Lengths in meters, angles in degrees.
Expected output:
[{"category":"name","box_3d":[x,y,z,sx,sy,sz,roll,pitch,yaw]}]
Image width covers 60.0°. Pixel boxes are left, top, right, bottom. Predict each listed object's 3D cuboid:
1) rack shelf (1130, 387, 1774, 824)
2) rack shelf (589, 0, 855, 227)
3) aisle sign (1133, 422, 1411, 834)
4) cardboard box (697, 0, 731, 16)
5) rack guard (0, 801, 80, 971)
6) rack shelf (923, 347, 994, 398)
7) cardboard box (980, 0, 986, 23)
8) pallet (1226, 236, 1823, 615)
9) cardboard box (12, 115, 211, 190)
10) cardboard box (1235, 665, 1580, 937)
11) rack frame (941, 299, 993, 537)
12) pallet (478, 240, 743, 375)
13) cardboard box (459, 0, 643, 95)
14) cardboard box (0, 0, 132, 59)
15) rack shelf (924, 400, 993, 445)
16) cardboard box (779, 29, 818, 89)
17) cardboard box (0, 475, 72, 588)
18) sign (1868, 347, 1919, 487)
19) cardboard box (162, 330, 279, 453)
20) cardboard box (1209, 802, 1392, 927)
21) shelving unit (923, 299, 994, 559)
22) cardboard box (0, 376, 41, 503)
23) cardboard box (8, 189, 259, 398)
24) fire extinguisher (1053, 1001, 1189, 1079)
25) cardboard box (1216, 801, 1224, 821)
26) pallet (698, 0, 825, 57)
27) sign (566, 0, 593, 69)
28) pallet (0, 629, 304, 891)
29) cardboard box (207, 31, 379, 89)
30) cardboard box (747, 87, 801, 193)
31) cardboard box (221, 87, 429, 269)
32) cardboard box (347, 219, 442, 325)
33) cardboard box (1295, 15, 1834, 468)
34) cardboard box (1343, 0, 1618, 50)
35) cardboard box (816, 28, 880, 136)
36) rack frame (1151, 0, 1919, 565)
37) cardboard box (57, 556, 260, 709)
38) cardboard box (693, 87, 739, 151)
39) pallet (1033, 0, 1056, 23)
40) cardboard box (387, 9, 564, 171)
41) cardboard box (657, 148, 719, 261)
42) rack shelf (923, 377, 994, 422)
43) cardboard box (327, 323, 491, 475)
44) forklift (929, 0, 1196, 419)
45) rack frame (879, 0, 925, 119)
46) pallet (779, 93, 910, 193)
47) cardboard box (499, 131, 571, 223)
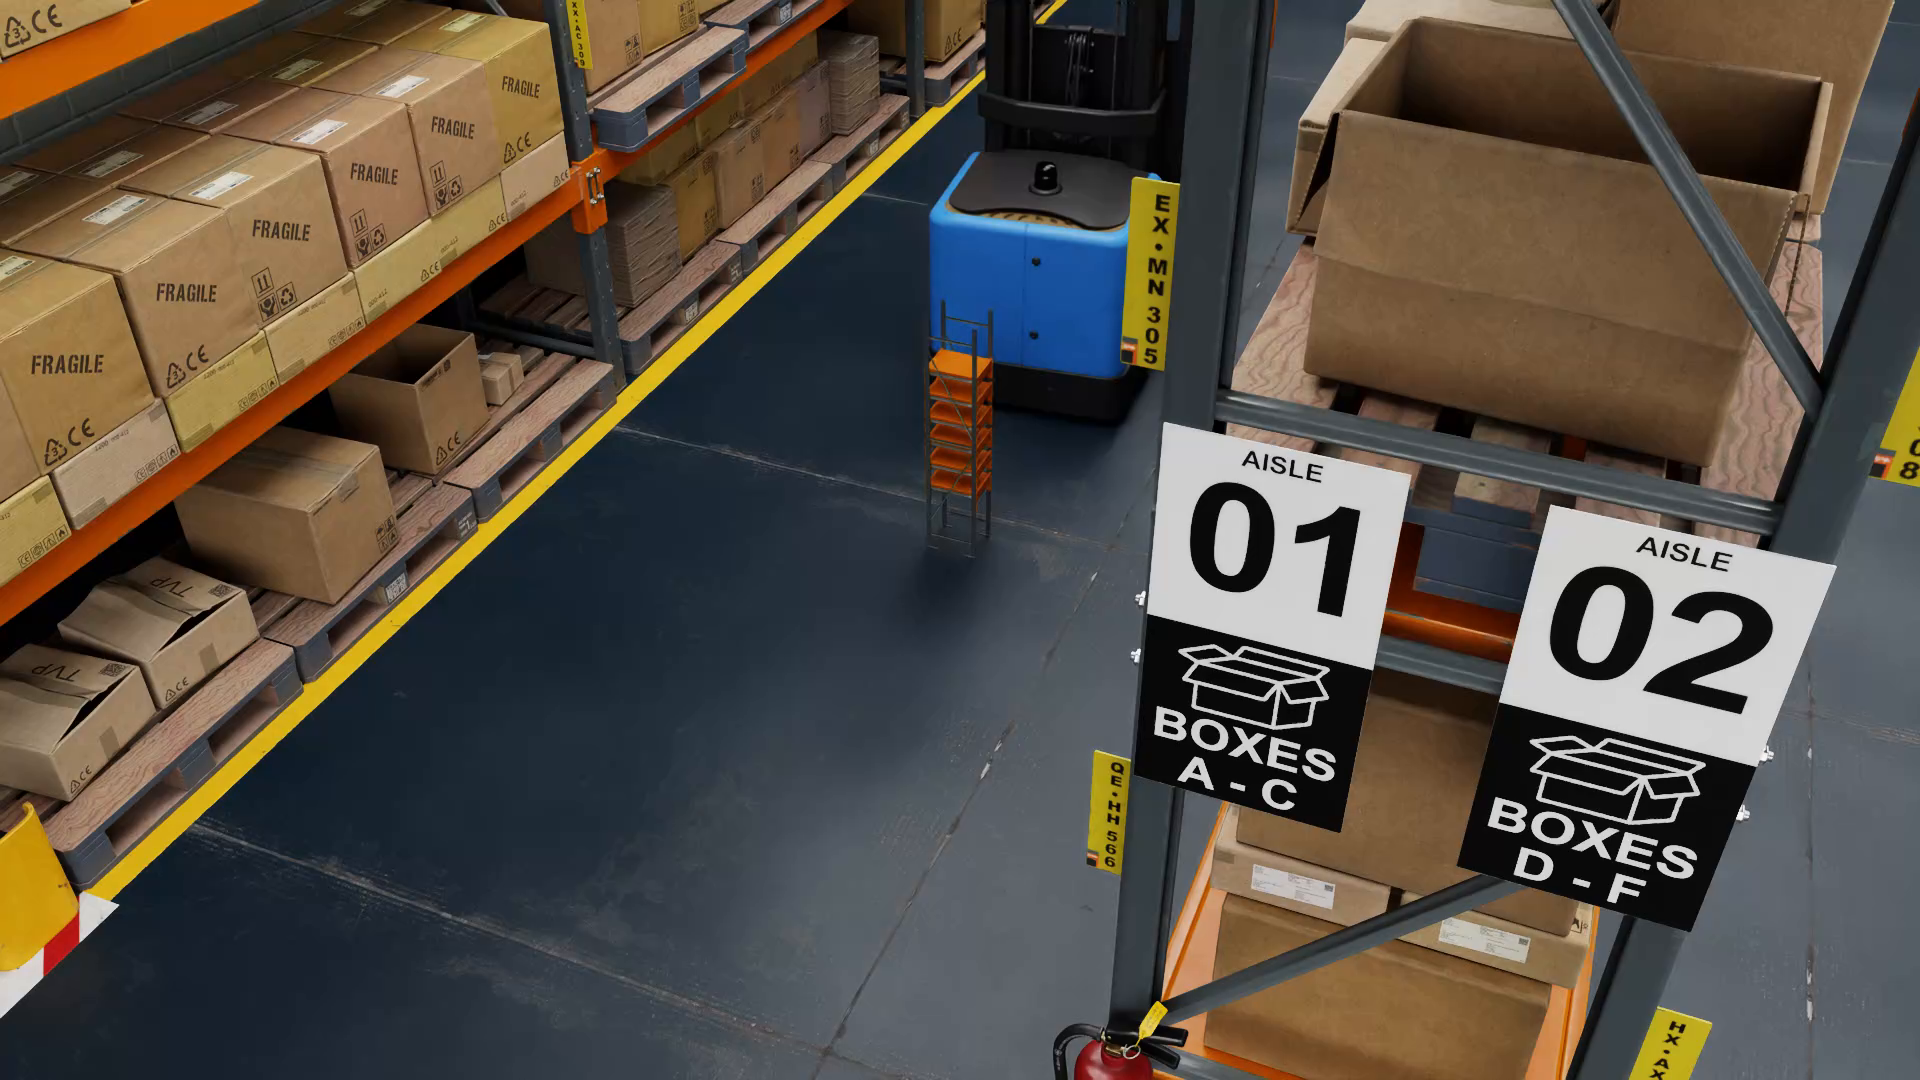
[{"category":"rack shelf","box_3d":[1.567,-0.777,4.379,1.077,0.370,4.000,14,39,18]},{"category":"rack shelf","box_3d":[-1.494,-2.917,9.747,1.077,0.370,4.000,14,39,18]},{"category":"aisle sign","box_3d":[0.509,0.172,2.843,0.394,0.787,0.004,14,39,18]},{"category":"cardboard box","box_3d":[-1.588,-3.267,9.165,0.700,0.500,0.500,19,41,24]},{"category":"rack guard","box_3d":[-3.748,1.076,5.892,1.175,0.500,0.348,14,39,18]},{"category":"rack shelf","box_3d":[-0.006,-0.725,7.191,0.258,0.103,0.180,14,39,18]},{"category":"cardboard box","box_3d":[0.008,-4.480,12.683,0.750,0.750,0.750,14,39,18]},{"category":"pallet","box_3d":[1.099,-0.308,3.225,1.003,0.211,1.213,14,39,18]},{"category":"cardboard box","box_3d":[-3.209,-1.283,6.443,0.500,0.500,0.500,14,39,18]},{"category":"cardboard box","box_3d":[1.016,0.399,3.543,0.700,0.500,0.500,14,39,18]},{"category":"rack frame","box_3d":[0.029,-0.523,7.448,0.240,1.200,0.006,14,39,18]},{"category":"pallet","box_3d":[-1.960,-1.412,9.463,1.003,0.211,1.213,14,39,18]},{"category":"cardboard box","box_3d":[-2.029,-2.588,8.256,0.700,0.500,0.500,14,39,18]},{"category":"cardboard box","box_3d":[-2.987,-1.838,5.098,0.500,0.500,0.500,16,40,20]},{"category":"rack shelf","box_3d":[-0.006,-0.533,7.335,0.258,0.103,0.180,14,39,18]},{"category":"cardboard box","box_3d":[-1.233,-3.076,10.453,0.500,0.250,0.500,15,39,19]},{"category":"cardboard box","box_3d":[-3.297,-0.029,5.391,0.500,0.250,0.500,13,39,16]},{"category":"sign","box_3d":[1.317,-0.210,2.224,0.100,0.325,0.005,14,39,18]},{"category":"cardboard box","box_3d":[-2.913,-0.600,6.156,0.500,0.250,0.500,13,39,17]},{"category":"cardboard box","box_3d":[0.775,0.689,3.698,0.380,0.149,0.250,13,39,17]},{"category":"shelving unit","box_3d":[-0.006,-0.473,7.380,0.258,1.200,0.189,14,39,18]},{"category":"cardboard box","box_3d":[-3.317,-0.327,5.164,0.500,0.500,0.500,14,39,18]},{"category":"cardboard box","box_3d":[-2.917,-0.883,5.908,0.500,0.500,0.500,13,39,16]},{"category":"fire extinguisher","box_3d":[0.331,1.234,3.658,0.296,0.674,0.183,14,39,18]},{"category":"cardboard box","box_3d":[1.102,0.955,5.287,0.500,0.500,0.500,14,39,18]},{"category":"pallet","box_3d":[-1.448,-3.130,9.592,1.003,0.211,1.213,14,39,18]},{"category":"sign","box_3d":[-1.750,-2.325,7.632,0.100,0.325,0.005,14,39,18]},{"category":"pallet","box_3d":[-3.406,0.750,6.570,1.003,0.211,1.213,14,39,18]},{"category":"cardboard box","box_3d":[-2.827,-1.847,7.198,0.500,0.500,0.500,14,39,17]},{"category":"cardboard box","box_3d":[-1.425,-2.536,10.358,0.700,0.500,0.500,14,39,18]},{"category":"cardboard box","box_3d":[-2.535,-1.459,6.679,0.500,0.500,0.500,13,39,16]},{"category":"cardboard box","box_3d":[-2.529,-1.158,6.902,0.500,0.250,0.500,14,39,17]},{"category":"cardboard box","box_3d":[1.029,-0.541,2.908,0.797,0.503,0.637,17,40,21]},{"category":"cardboard box","box_3d":[1.212,-1.152,3.887,0.500,0.311,0.500,19,41,23]},{"category":"cardboard box","box_3d":[-0.958,-3.076,11.081,0.700,0.500,0.500,14,39,18]},{"category":"rack frame","box_3d":[0.806,-1.159,1.785,1.000,3.000,0.127,14,39,18]},{"category":"cardboard box","box_3d":[-3.213,0.340,6.668,0.500,0.311,0.500,17,40,21]},{"category":"cardboard box","box_3d":[-1.631,-2.518,9.707,0.500,0.250,0.500,13,39,16]},{"category":"pallet","box_3d":[0.103,-4.288,13.310,1.003,0.211,1.213,14,39,18]},{"category":"cardboard box","box_3d":[-2.148,-2.013,7.421,0.500,0.500,0.500,14,39,18]},{"category":"cardboard box","box_3d":[-1.840,-1.981,9.616,0.700,0.500,0.500,13,39,17]},{"category":"rack shelf","box_3d":[-0.006,-0.629,7.263,0.258,0.103,0.180,14,39,18]},{"category":"cardboard box","box_3d":[-2.612,-0.689,7.886,0.500,0.500,0.500,11,38,14]},{"category":"forklift","box_3d":[0.739,-2.671,8.875,1.130,2.935,3.031,10,38,13]},{"category":"rack frame","box_3d":[-0.733,-4.312,11.014,1.000,3.000,0.127,14,39,18]},{"category":"pallet","box_3d":[-1.031,-2.763,11.270,1.003,0.211,1.213,14,39,18]},{"category":"cardboard box","box_3d":[-2.154,-1.714,7.646,0.500,0.250,0.500,14,39,18]}]
